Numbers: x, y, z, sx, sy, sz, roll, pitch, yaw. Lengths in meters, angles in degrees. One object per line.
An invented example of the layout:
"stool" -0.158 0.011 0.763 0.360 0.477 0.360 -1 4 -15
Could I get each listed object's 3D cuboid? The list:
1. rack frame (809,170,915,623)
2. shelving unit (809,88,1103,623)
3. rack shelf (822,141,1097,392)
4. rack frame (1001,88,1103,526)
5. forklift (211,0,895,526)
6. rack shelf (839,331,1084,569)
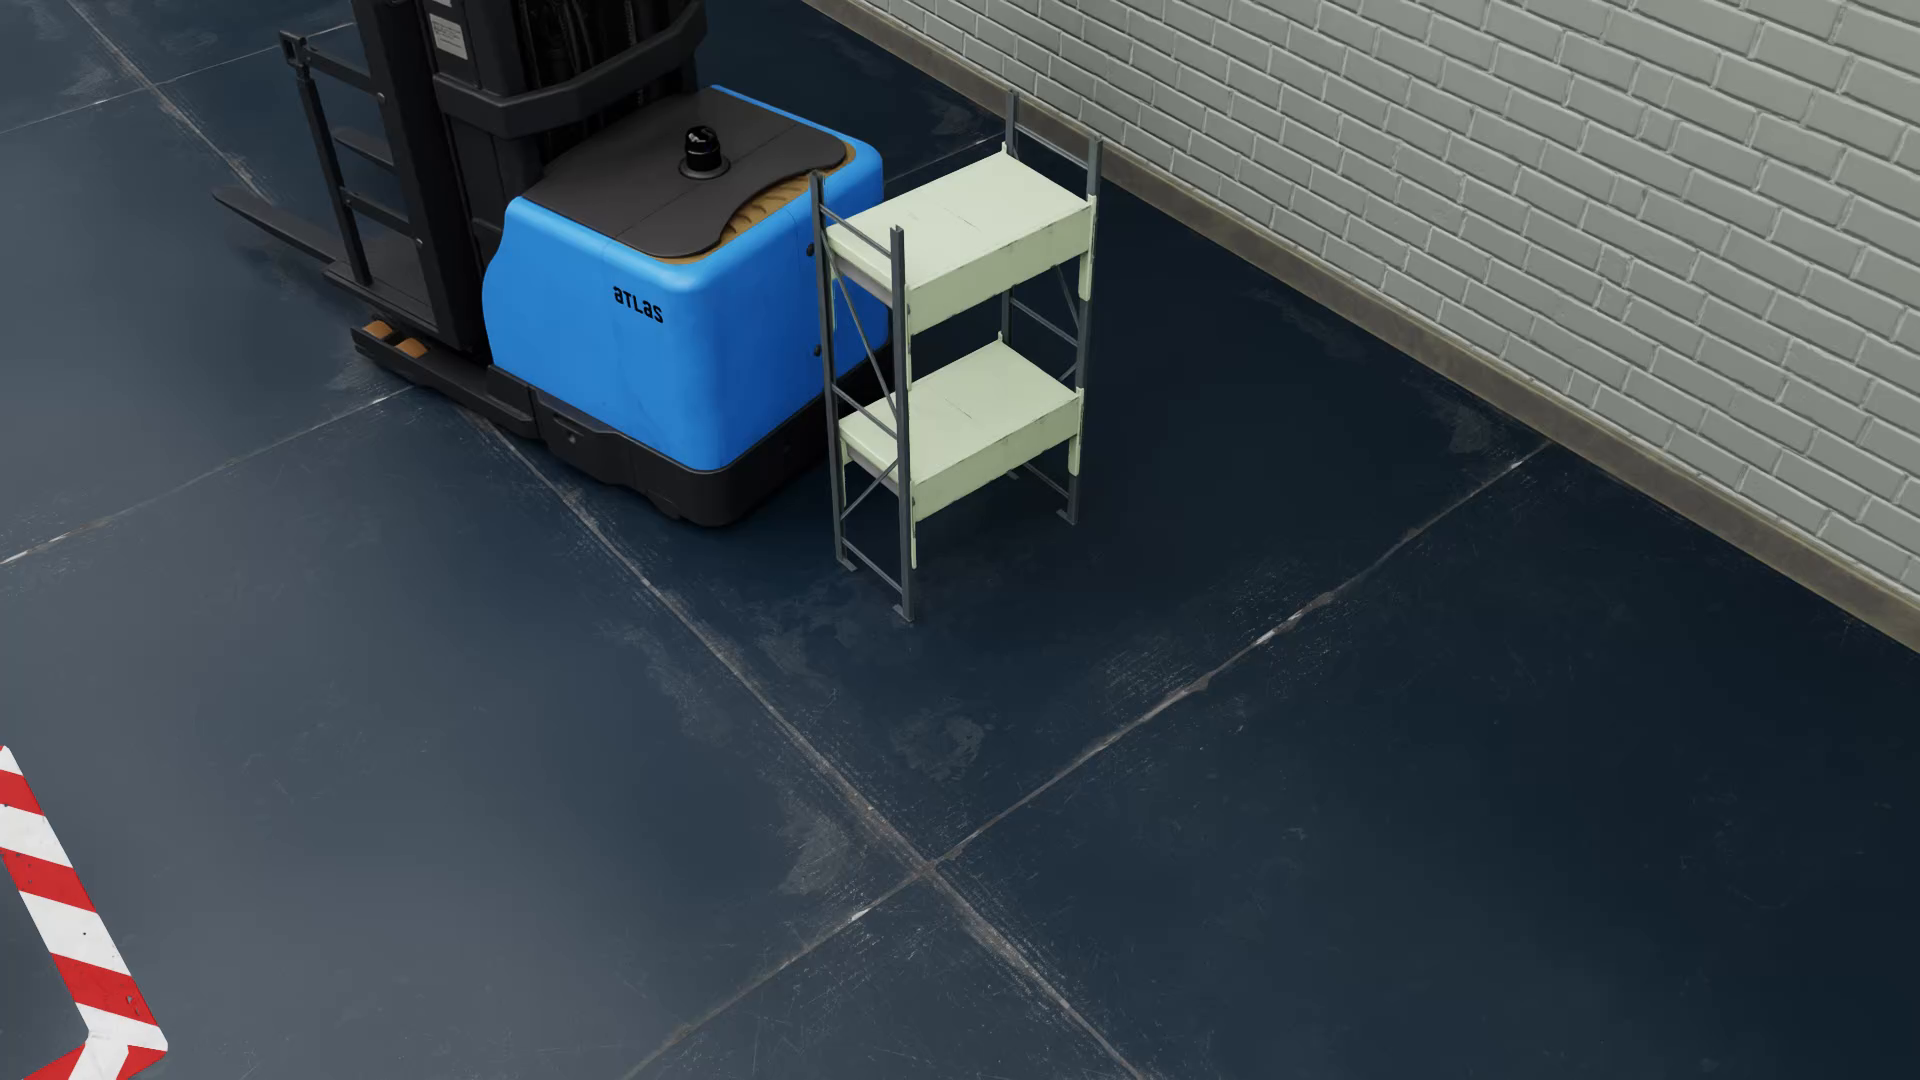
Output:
"rack frame" -0.286 -0.383 5.062 0.023 1.500 0.400 -30 51 -28
"shelving unit" -0.005 -0.544 5.233 0.755 1.500 0.431 -30 51 -28
"rack shelf" -0.005 -0.828 4.966 0.720 0.370 0.431 -30 51 -28
"rack frame" 0.276 -0.705 5.405 0.023 1.500 0.400 -30 51 -28
"forklift" -1.732 -1.937 5.672 3.031 2.935 1.130 27 49 26
"rack shelf" -0.005 -0.306 5.457 0.720 0.370 0.431 -30 51 -28
